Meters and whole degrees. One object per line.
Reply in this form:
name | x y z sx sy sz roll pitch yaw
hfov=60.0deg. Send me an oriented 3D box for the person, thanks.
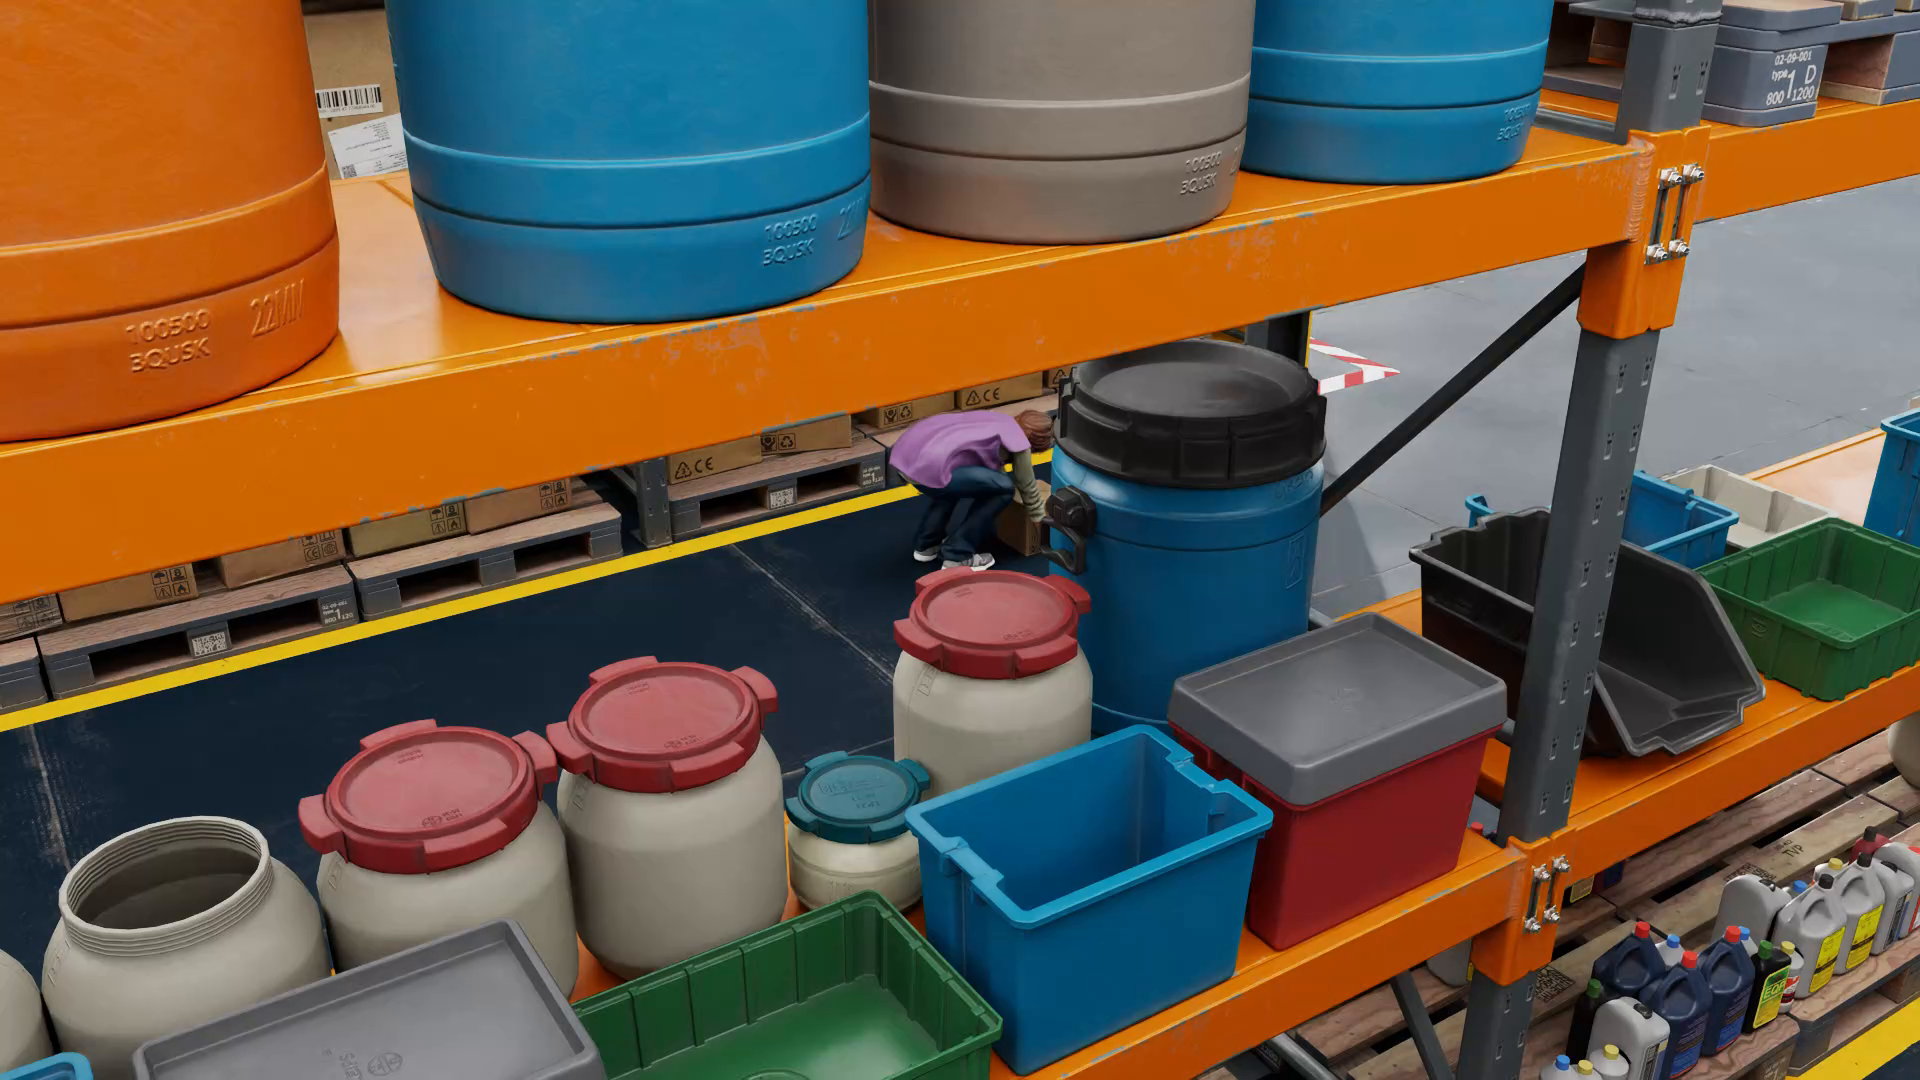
person | 0.078 -0.237 7.653 0.873 0.752 0.401 -16 30 -31
